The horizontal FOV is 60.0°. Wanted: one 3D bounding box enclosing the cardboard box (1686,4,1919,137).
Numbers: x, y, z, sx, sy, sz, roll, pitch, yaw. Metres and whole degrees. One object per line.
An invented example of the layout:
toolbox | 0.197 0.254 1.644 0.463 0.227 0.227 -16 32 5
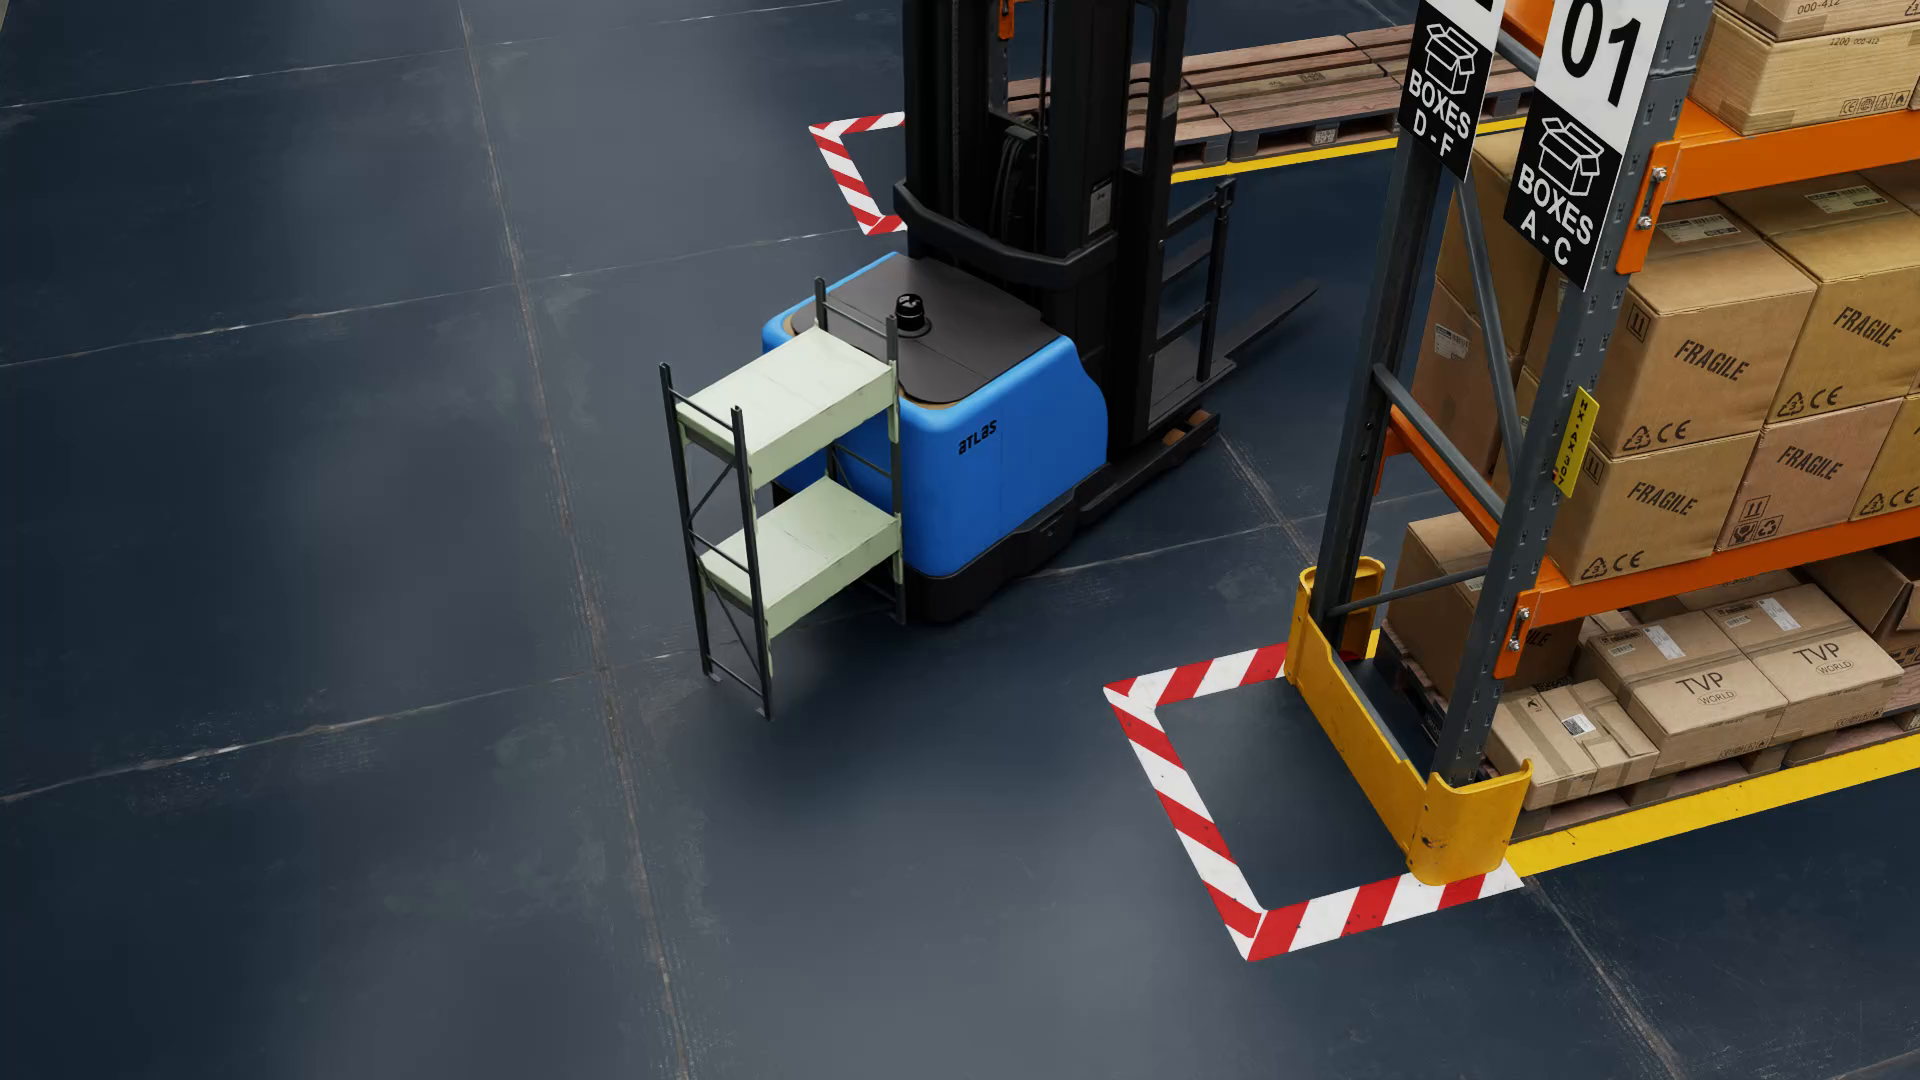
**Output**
cardboard box | 2.110 -1.300 4.293 0.500 0.250 0.500 -12 42 -13

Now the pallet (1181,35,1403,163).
pallet | 2.019 -2.722 10.205 1.213 0.211 1.003 -12 42 -13

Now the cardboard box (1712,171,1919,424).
cardboard box | 2.542 -0.730 4.969 0.500 0.500 0.500 -11 42 -13

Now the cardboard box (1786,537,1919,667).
cardboard box | 3.568 0.073 6.449 0.637 0.503 0.797 -12 42 -13

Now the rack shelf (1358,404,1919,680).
rack shelf | 3.451 -0.409 5.986 4.000 0.370 1.077 -12 42 -13

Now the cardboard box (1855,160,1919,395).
cardboard box | 3.021 -0.825 5.079 0.500 0.500 0.500 -11 42 -12

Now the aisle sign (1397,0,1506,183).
aisle sign | 1.386 -1.443 4.646 0.004 0.787 0.394 -12 42 -13

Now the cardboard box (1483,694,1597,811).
cardboard box | 2.046 0.756 5.938 0.250 0.149 0.380 -12 42 -13

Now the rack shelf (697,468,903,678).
rack shelf | -0.624 0.118 6.471 0.431 0.370 0.720 31 50 31

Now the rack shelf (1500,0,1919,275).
rack shelf | 3.451 -1.539 4.999 4.000 0.370 1.077 -12 42 -13

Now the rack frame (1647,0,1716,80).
rack frame | 1.543 -2.544 3.323 0.127 3.000 1.000 -12 42 -13

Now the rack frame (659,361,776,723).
rack frame | -0.871 0.050 6.053 0.400 1.500 0.023 31 50 31

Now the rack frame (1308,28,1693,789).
rack frame | 1.543 -0.285 5.296 0.127 3.000 1.000 -12 42 -13

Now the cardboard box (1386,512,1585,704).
cardboard box | 1.988 0.229 6.274 0.500 0.500 0.500 -12 42 -13

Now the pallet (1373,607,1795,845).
pallet | 2.376 0.592 6.412 1.213 0.211 1.003 -12 42 -13

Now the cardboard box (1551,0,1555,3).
cardboard box | 1.954 -1.625 4.665 0.500 0.250 0.500 -12 42 -13

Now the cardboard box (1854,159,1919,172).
cardboard box | 2.860 -1.166 5.468 0.500 0.500 0.500 -11 42 -12

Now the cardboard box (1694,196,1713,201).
cardboard box | 2.367 -1.060 5.348 0.500 0.500 0.500 -11 42 -12

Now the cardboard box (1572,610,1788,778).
cardboard box | 2.624 0.556 6.089 0.500 0.250 0.500 -12 42 -13

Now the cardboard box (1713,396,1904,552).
cardboard box | 2.536 -0.350 5.295 0.500 0.500 0.500 -12 43 -13

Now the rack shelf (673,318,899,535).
rack shelf | -0.624 -0.422 6.000 0.431 0.370 0.720 31 50 31

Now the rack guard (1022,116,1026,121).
rack guard | 0.040 -2.440 9.663 0.348 0.500 1.175 -12 42 -13

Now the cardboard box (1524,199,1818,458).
cardboard box | 2.046 -0.622 4.846 0.500 0.500 0.500 -10 42 -12

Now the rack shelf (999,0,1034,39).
rack shelf | 1.966 -3.519 9.544 4.000 0.370 1.077 -12 42 -13

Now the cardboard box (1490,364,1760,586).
cardboard box | 2.046 -0.245 5.175 0.500 0.500 0.500 -11 42 -12

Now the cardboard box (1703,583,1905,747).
cardboard box | 3.101 0.458 6.202 0.500 0.250 0.500 -12 42 -13

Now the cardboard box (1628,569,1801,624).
cardboard box | 2.903 0.154 6.550 0.500 0.250 0.500 -12 42 -13

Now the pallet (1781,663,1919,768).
pallet | 3.537 0.353 6.685 1.213 0.211 1.003 -12 42 -13

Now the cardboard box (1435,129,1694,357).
cardboard box | 1.885 -0.960 5.233 0.500 0.500 0.500 -12 43 -13

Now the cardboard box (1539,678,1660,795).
cardboard box | 2.284 0.700 5.988 0.250 0.166 0.380 -12 42 -13

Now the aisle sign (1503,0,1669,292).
aisle sign | 1.566 -1.066 4.215 0.004 0.787 0.394 -12 42 -13

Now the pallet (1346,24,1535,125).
pallet | 3.184 -2.965 10.483 1.213 0.211 1.003 -12 42 -13

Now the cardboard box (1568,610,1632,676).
cardboard box | 2.401 0.331 6.411 0.250 0.166 0.380 -12 42 -13

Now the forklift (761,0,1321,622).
forklift | 0.558 -1.653 6.914 1.130 2.935 3.031 31 50 31

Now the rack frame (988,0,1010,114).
rack frame | 0.059 -3.394 8.855 0.127 3.000 1.000 -12 42 -13

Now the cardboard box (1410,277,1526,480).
cardboard box | 1.889 -0.582 5.560 0.500 0.500 0.500 -10 42 -12

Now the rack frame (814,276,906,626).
rack frame | -0.377 -0.305 6.460 0.400 1.500 0.023 31 50 31

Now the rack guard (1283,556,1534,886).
rack guard | 1.616 0.641 6.136 0.348 0.500 1.175 -12 42 -13

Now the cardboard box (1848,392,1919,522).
cardboard box | 3.016 -0.448 5.407 0.500 0.500 0.500 -12 43 -13

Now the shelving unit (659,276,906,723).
shelving unit | -0.624 -0.128 6.256 0.431 1.500 0.755 31 50 31

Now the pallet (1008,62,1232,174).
pallet | 0.857 -2.483 9.931 1.213 0.211 1.003 -12 42 -13

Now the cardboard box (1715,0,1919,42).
cardboard box | 2.111 -1.485 4.124 0.500 0.250 0.500 -12 42 -13

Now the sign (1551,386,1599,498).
sign | 1.706 -0.271 4.622 0.005 0.325 0.100 -12 42 -13

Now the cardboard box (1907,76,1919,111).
cardboard box | 2.590 -1.391 4.396 0.500 0.250 0.500 -12 42 -13
